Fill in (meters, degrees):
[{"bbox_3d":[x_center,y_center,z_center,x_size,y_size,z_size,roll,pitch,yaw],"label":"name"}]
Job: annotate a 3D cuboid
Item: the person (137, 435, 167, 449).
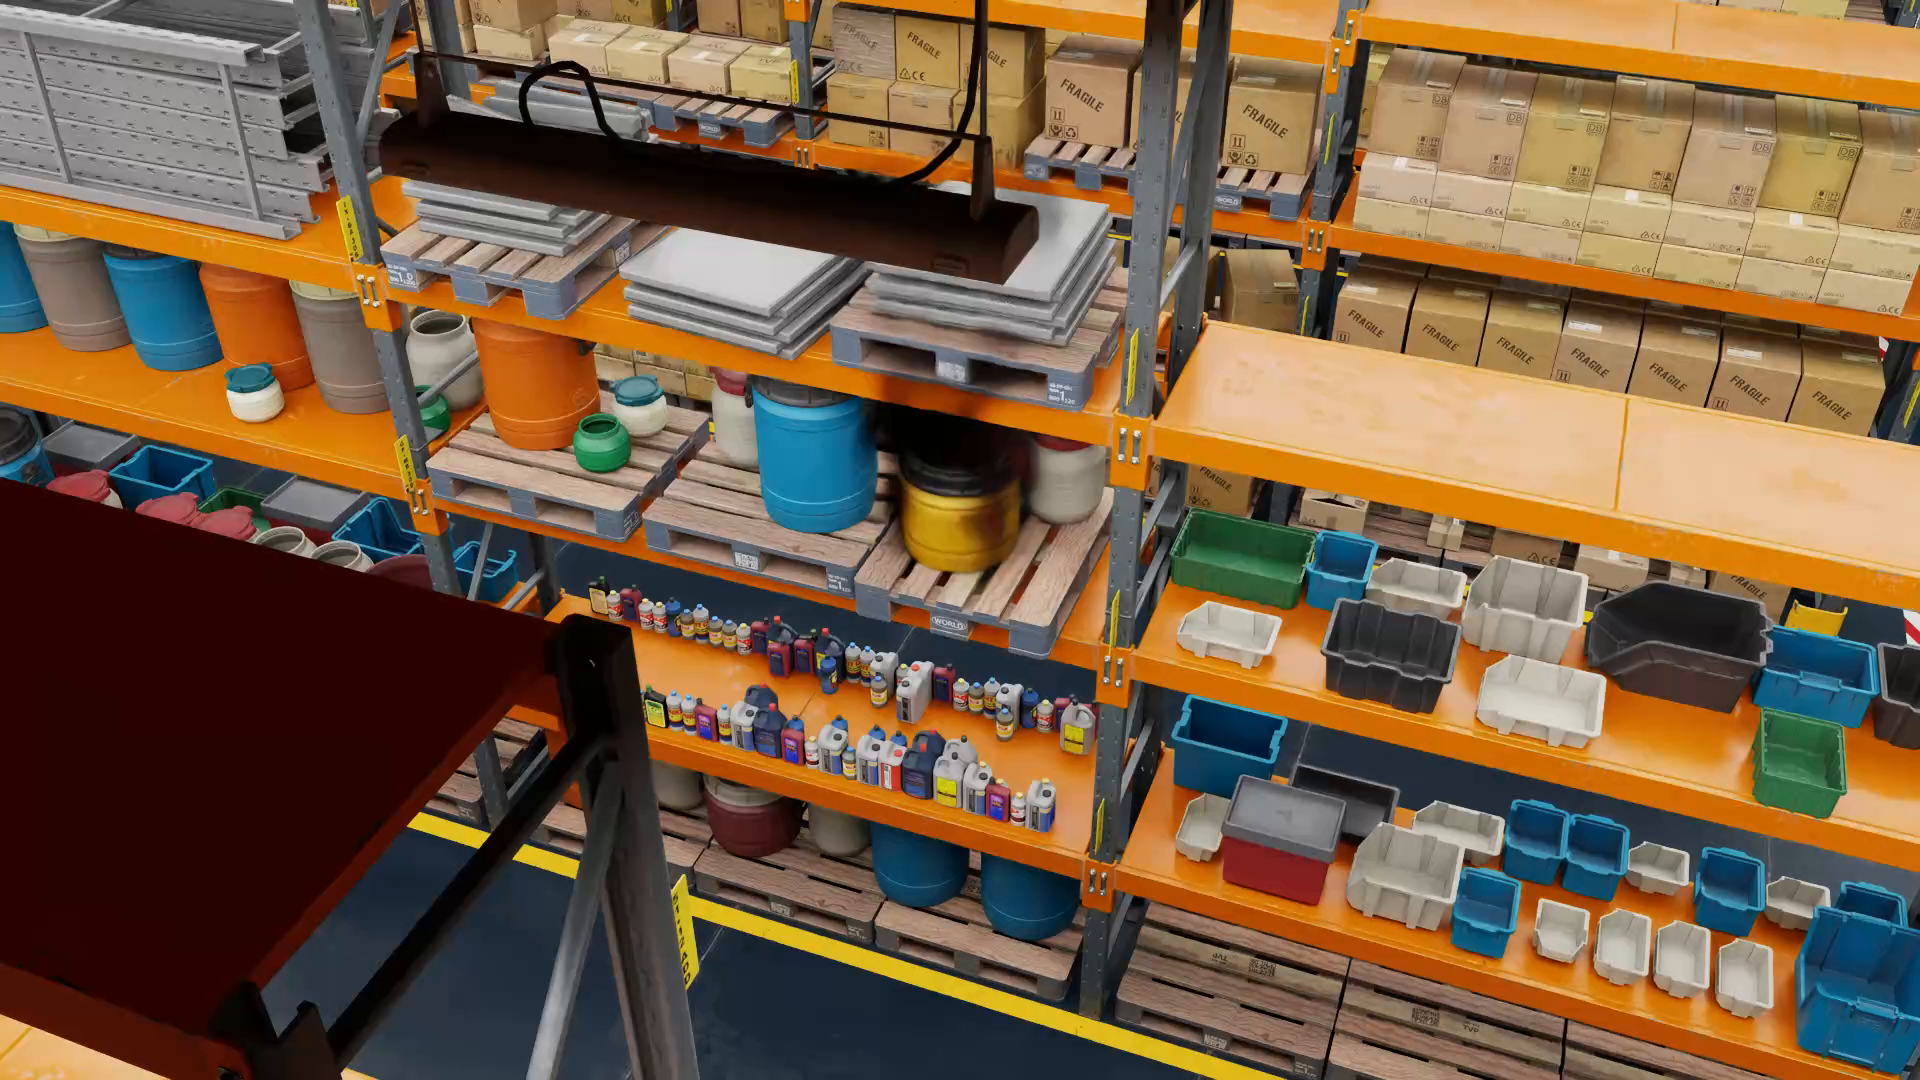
[{"bbox_3d":[-6.468,-0.998,13.354,0.583,1.650,0.573,8,37,11],"label":"person"}]
